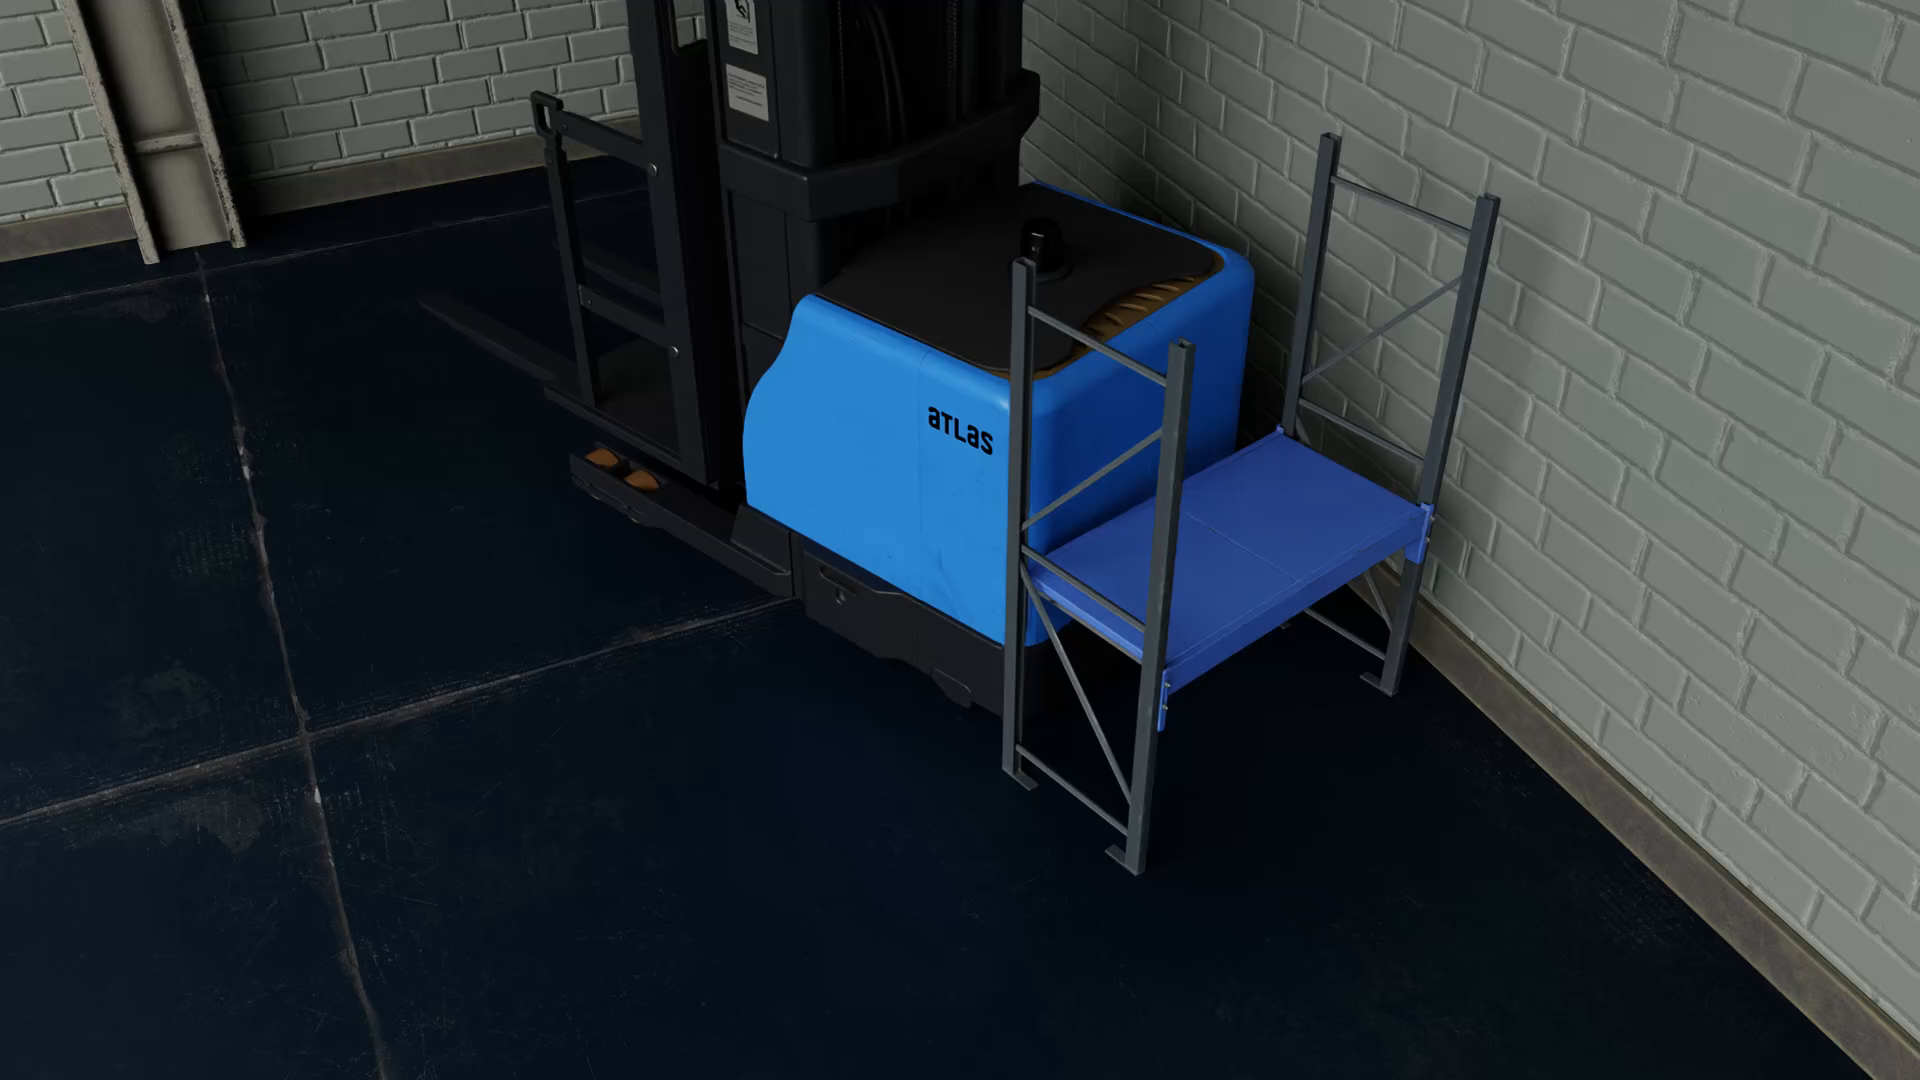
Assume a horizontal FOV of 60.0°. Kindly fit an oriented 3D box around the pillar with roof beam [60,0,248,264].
[{"bbox_3d":[-1.367,-2.545,1.128,0.400,9.000,9.100,-16,39,-20],"label":"pillar with roof beam"}]

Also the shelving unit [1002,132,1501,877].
[{"bbox_3d":[0.671,-0.083,4.103,1.048,1.500,0.538,-27,44,-32],"label":"shelving unit"}]

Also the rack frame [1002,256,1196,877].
[{"bbox_3d":[0.286,0.115,3.837,0.032,1.500,0.500,-27,44,-32],"label":"rack frame"}]

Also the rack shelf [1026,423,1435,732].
[{"bbox_3d":[0.671,0.061,4.210,1.000,0.185,0.538,-27,44,-32],"label":"rack shelf"}]

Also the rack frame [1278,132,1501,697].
[{"bbox_3d":[1.056,-0.281,4.370,0.032,1.500,0.500,-27,44,-32],"label":"rack frame"}]

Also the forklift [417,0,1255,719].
[{"bbox_3d":[-0.628,-1.440,4.731,3.031,2.935,1.130,28,45,32],"label":"forklift"}]
